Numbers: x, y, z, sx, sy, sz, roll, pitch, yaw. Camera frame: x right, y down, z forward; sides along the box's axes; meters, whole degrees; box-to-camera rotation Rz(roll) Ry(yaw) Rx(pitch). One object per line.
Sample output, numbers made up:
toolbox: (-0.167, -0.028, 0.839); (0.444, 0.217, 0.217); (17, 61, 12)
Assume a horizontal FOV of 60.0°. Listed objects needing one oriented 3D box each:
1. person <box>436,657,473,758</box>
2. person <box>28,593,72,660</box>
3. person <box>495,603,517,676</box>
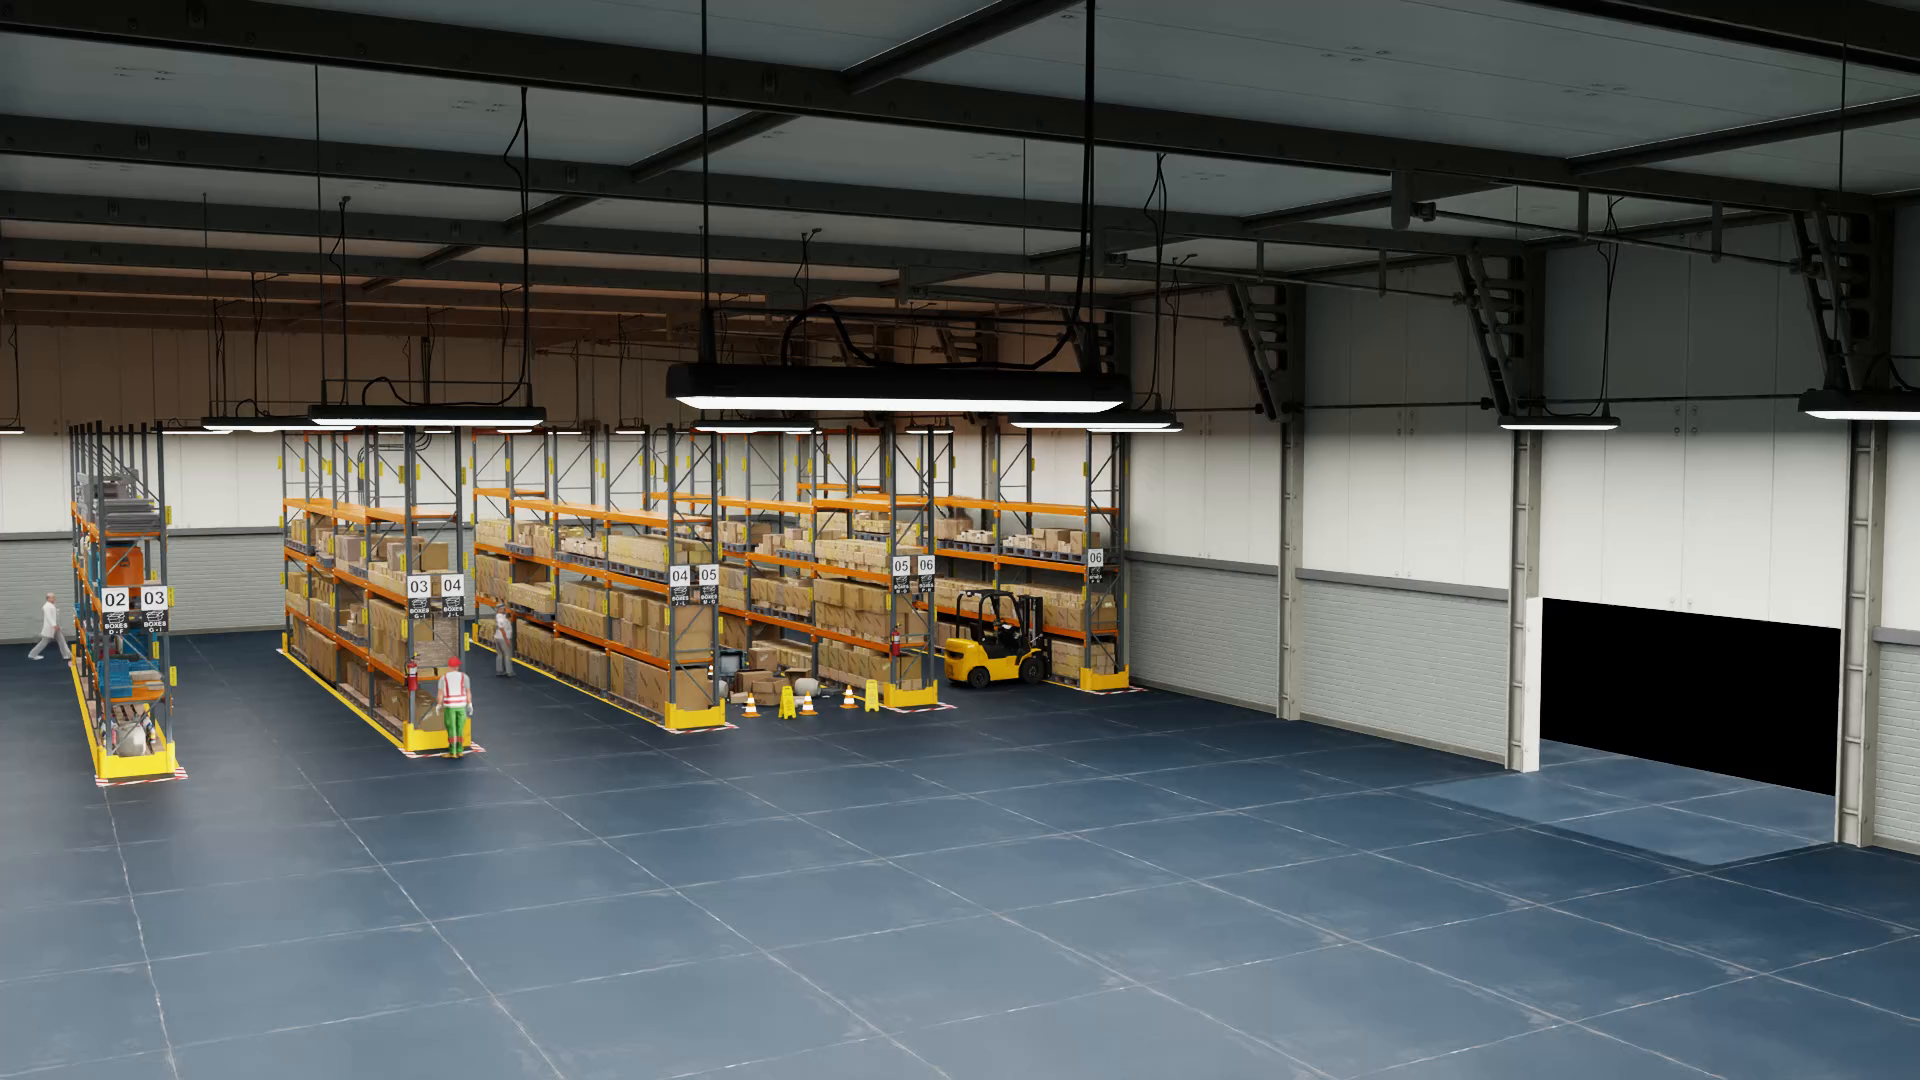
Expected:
person: (-9.034, 2.995, 29.728); (0.629, 1.818, 0.377); (-1, 4, -20)
person: (-23.288, 2.225, 42.673); (1.138, 1.736, 0.650); (-1, 4, -12)
person: (-10.888, 2.383, 39.820); (0.480, 1.750, 0.620); (-3, 4, -37)
